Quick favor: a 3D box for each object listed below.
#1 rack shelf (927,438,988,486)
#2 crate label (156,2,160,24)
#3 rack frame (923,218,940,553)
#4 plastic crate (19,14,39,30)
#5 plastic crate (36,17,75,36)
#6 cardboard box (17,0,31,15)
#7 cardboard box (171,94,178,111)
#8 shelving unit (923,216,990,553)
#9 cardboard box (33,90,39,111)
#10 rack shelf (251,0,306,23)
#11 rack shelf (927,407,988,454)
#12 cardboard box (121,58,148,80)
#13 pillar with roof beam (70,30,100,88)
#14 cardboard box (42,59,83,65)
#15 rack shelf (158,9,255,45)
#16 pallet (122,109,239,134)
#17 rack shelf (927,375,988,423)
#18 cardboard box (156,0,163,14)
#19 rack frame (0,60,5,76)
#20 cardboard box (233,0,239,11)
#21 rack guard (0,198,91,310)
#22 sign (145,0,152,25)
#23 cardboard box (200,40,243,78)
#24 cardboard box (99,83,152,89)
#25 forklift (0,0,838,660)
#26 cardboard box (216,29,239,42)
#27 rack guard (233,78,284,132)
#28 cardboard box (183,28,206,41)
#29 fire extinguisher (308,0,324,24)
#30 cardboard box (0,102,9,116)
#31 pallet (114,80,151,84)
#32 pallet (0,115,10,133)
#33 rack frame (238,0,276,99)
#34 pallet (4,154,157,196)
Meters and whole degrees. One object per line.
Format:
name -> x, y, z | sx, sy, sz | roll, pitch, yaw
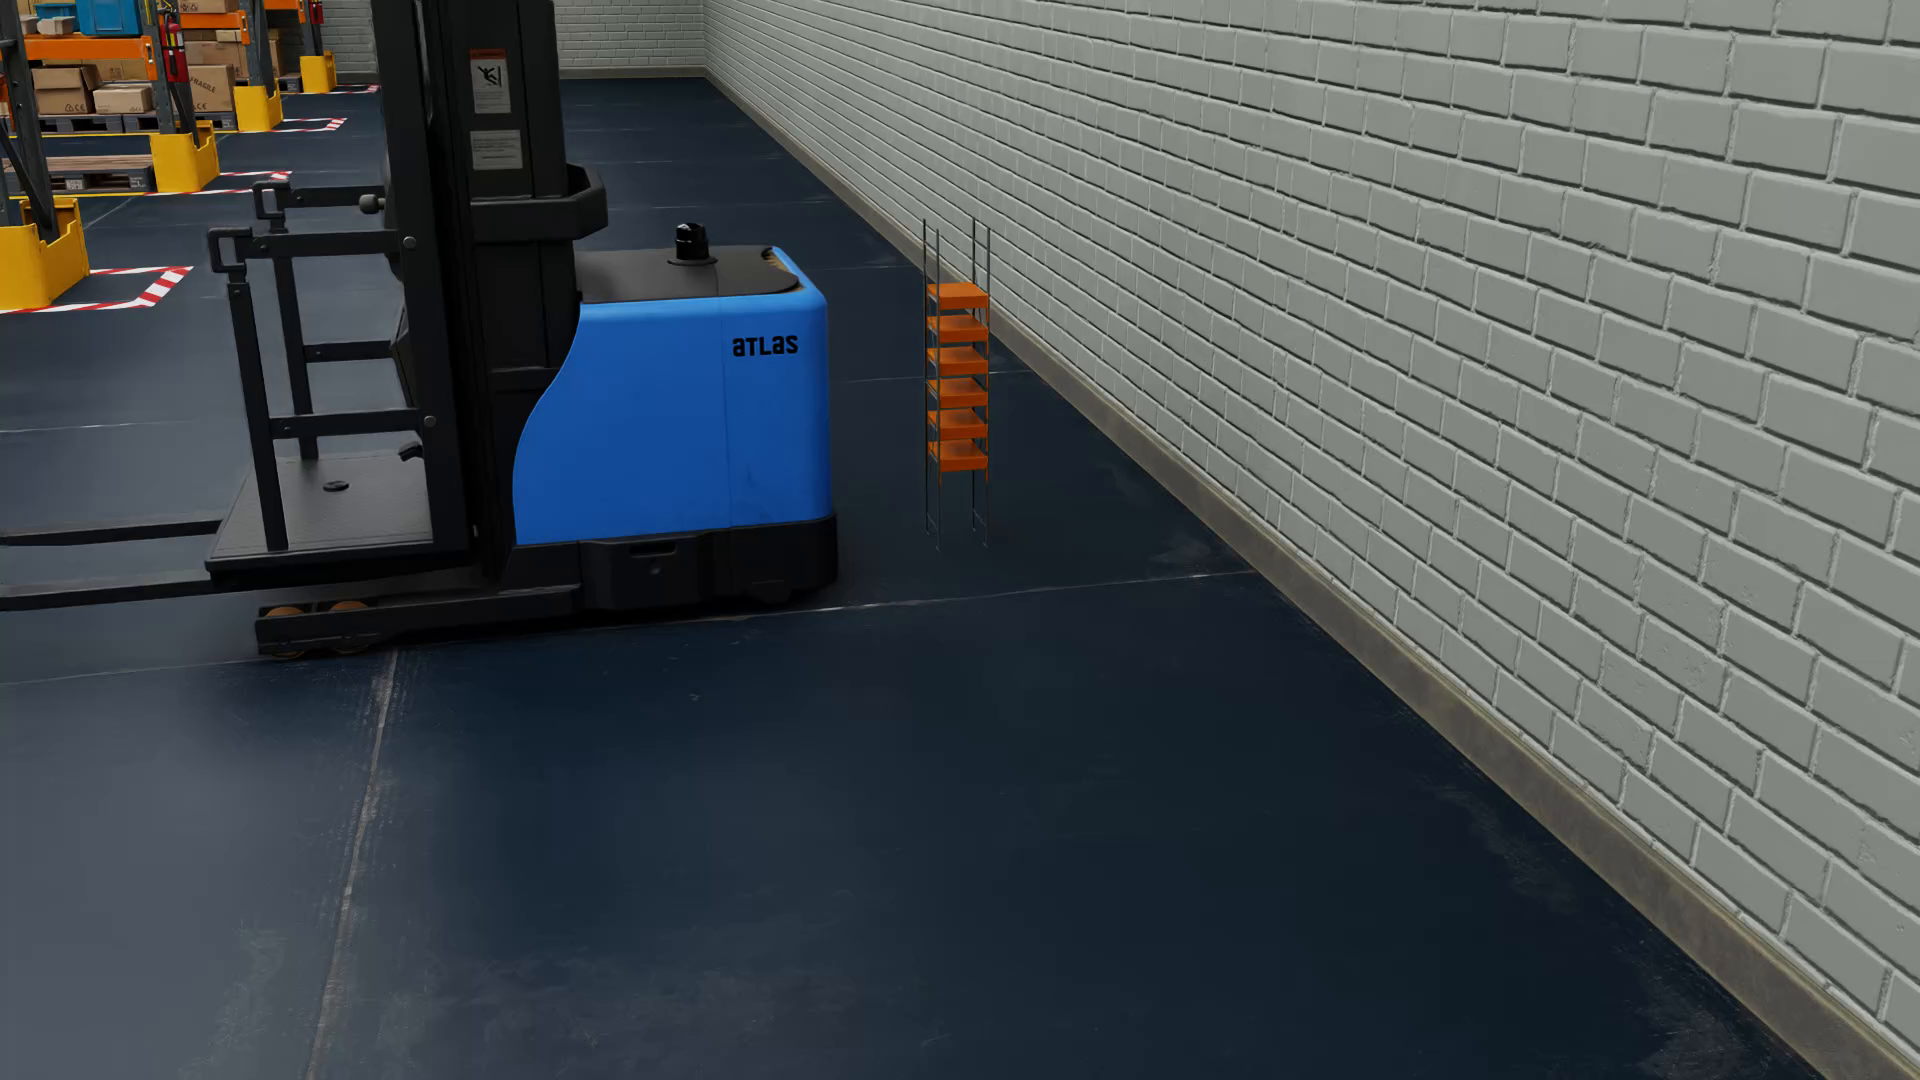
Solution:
rack shelf -> -0.014, -0.295, 6.203 | 0.180, 0.103, 0.258 | -5, 21, -12
crate label -> -7.387, -4.709, 14.964 | 0.303, 0.233, 0.416 | -5, 21, -12
rack frame -> -0.103, -0.555, 6.085 | 0.006, 1.200, 0.240 | -5, 21, -12
plastic crate -> -8.378, -4.612, 14.841 | 0.298, 0.136, 0.250 | -5, 21, -12
plastic crate -> -7.823, -4.448, 14.392 | 0.243, 0.136, 0.396 | -5, 21, -12
cardboard box -> -10.556, -6.087, 18.425 | 0.500, 0.500, 0.500 | -5, 21, -13
cardboard box -> -9.094, -5.076, 19.289 | 0.250, 0.166, 0.380 | -5, 21, -12
shelving unit -> -0.014, -0.562, 6.105 | 0.189, 1.200, 0.258 | -5, 21, -12
cardboard box -> -10.881, -5.154, 19.292 | 0.500, 0.311, 0.500 | -5, 21, -12
rack shelf -> -11.297, -7.489, 23.443 | 4.000, 0.370, 1.077 | -5, 21, -12
rack shelf -> -0.014, -0.408, 6.162 | 0.180, 0.103, 0.258 | -5, 21, -12
cardboard box -> -11.502, -6.795, 23.527 | 0.500, 0.500, 0.700 | -4, 21, -11
pillar with roof beam -> -11.770, -9.389, 18.863 | 0.400, 9.000, 9.100 | -5, 21, -12
cardboard box -> -12.492, -6.716, 23.313 | 0.500, 0.500, 0.700 | -4, 21, -12
rack shelf -> -10.153, -5.831, 18.917 | 4.000, 0.370, 1.077 | -5, 21, -12
pallet -> -9.057, -4.948, 19.516 | 1.213, 0.211, 1.003 | -5, 21, -12
rack shelf -> -0.014, -0.521, 6.120 | 0.180, 0.103, 0.258 | -5, 21, -12
cardboard box -> -9.084, -6.205, 18.747 | 0.500, 0.500, 0.500 | -4, 21, -12
rack frame -> -13.243, -7.668, 22.887 | 0.127, 3.000, 1.000 | -5, 21, -12
cardboard box -> -8.699, -6.427, 19.353 | 0.500, 0.500, 0.500 | -4, 21, -11
rack guard -> -5.908, -1.839, 10.608 | 0.348, 0.500, 1.175 | -5, 21, -12
sign -> -6.928, -4.562, 14.171 | 0.005, 0.325, 0.100 | -5, 21, -12
cardboard box -> -10.496, -6.880, 23.758 | 0.500, 0.500, 0.700 | -5, 21, -13
cardboard box -> -9.774, -5.215, 19.548 | 0.500, 0.250, 0.500 | -5, 21, -12
forklift -> -1.996, -1.196, 5.319 | 3.031, 2.935, 1.130 | -5, 21, -14
cardboard box -> -10.340, -7.132, 23.505 | 0.250, 0.149, 0.380 | -4, 21, -11
rack guard -> -8.281, -5.147, 19.639 | 0.348, 0.500, 1.175 | -5, 21, -12
cardboard box -> -10.917, -7.220, 23.745 | 0.250, 0.149, 0.380 | -4, 21, -12
fire extinguisher -> -9.097, -7.631, 23.440 | 0.183, 0.674, 0.296 | -5, 21, -12
cardboard box -> -10.802, -4.919, 18.862 | 0.250, 0.166, 0.380 | -5, 21, -12
pallet -> -11.295, -6.491, 23.726 | 1.213, 0.211, 1.003 | -5, 21, -12
pallet -> -11.431, -4.755, 18.988 | 1.213, 0.211, 1.003 | -5, 21, -12
rack frame -> -8.207, -6.327, 19.225 | 0.127, 3.000, 1.000 | -5, 21, -12
pallet -> -7.882, -3.307, 15.035 | 1.213, 0.211, 1.003 | -5, 21, -12
